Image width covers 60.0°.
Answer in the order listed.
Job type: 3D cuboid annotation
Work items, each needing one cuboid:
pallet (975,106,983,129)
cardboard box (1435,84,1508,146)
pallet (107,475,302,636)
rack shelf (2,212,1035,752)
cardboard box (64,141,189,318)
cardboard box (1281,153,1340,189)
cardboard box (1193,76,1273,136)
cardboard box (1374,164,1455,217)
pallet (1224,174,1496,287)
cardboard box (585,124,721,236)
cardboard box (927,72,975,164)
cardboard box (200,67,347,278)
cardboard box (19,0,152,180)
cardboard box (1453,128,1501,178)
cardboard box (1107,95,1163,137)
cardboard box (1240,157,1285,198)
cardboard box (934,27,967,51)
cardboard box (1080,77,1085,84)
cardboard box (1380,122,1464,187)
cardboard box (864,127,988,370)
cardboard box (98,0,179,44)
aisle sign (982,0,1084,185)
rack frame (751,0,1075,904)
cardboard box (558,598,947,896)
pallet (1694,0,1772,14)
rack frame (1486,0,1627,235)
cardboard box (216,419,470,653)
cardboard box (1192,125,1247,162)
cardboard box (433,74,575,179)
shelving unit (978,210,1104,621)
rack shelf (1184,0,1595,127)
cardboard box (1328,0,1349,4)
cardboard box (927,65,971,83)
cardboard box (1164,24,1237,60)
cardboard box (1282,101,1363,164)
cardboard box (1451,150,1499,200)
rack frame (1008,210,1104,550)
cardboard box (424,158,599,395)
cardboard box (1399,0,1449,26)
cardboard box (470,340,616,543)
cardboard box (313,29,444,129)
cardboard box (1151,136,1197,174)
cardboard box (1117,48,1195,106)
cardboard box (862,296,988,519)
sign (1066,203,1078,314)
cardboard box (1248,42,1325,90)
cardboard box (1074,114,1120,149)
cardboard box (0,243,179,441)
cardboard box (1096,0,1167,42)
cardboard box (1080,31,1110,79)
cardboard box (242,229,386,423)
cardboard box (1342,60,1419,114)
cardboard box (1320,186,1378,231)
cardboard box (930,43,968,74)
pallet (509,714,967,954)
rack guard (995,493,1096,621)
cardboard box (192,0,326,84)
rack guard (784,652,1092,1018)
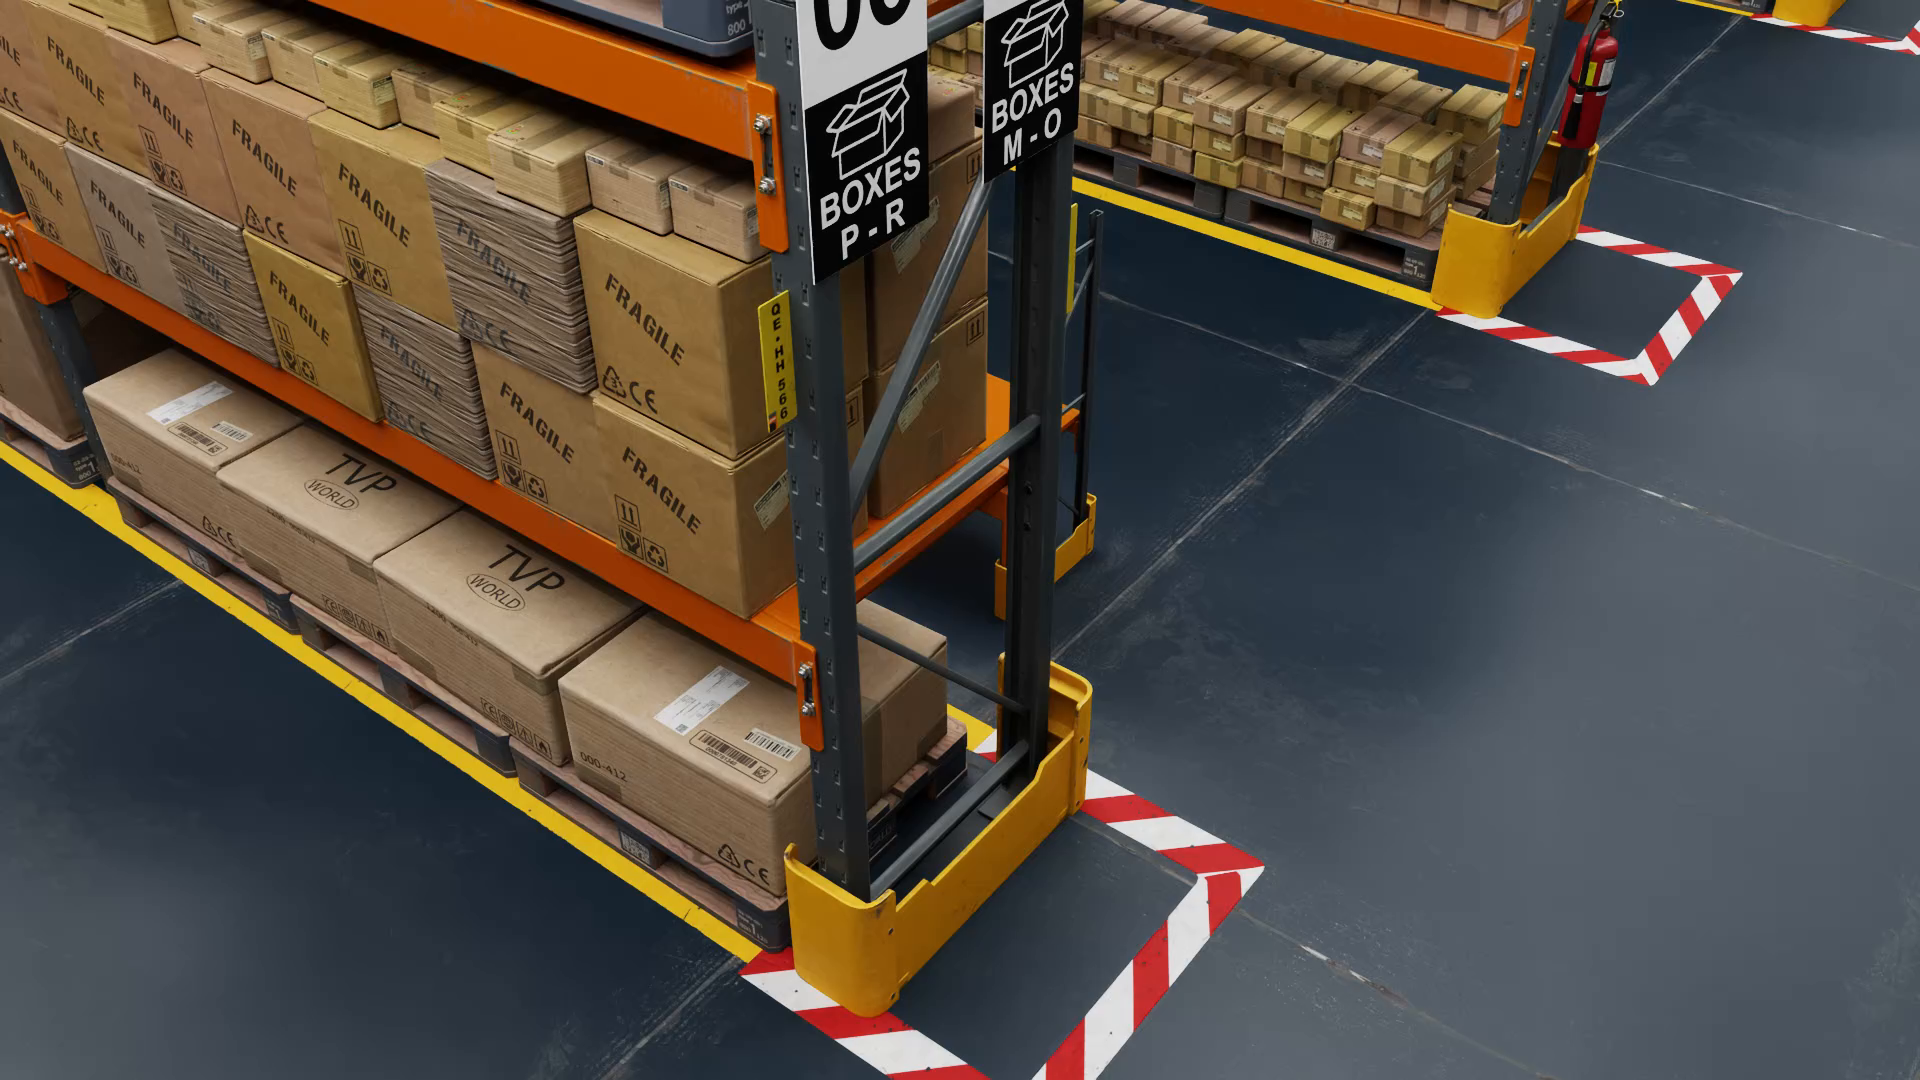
[{"bbox_3d":[0.245,-2.732,10.069,1.213,0.211,1.003,25,45,29],"label":"pallet"},{"bbox_3d":[2.657,-2.206,8.624,0.250,0.149,0.380,23,44,27],"label":"cardboard box"},{"bbox_3d":[-2.681,-0.182,6.811,1.213,0.211,1.003,25,45,29],"label":"pallet"},{"bbox_3d":[-1.648,-0.571,5.629,4.000,0.370,1.077,25,45,29],"label":"rack shelf"},{"bbox_3d":[-2.626,-1.148,5.702,0.500,0.500,0.500,26,45,29],"label":"cardboard box"},{"bbox_3d":[1.861,-1.978,8.574,0.250,0.149,0.380,23,44,27],"label":"cardboard box"},{"bbox_3d":[1.431,-2.276,8.713,0.250,0.149,0.380,27,45,30],"label":"cardboard box"},{"bbox_3d":[2.275,-1.784,8.326,0.250,0.149,0.380,24,44,27],"label":"cardboard box"},{"bbox_3d":[2.183,-1.819,8.901,1.213,0.211,1.003,25,45,29],"label":"pallet"},{"bbox_3d":[-0.683,-0.913,4.064,0.250,0.149,0.380,26,45,29],"label":"cardboard box"},{"bbox_3d":[-0.174,-1.062,4.254,0.250,0.149,0.380,26,45,29],"label":"cardboard box"},{"bbox_3d":[-1.810,-1.159,4.905,0.500,0.500,0.500,25,44,28],"label":"cardboard box"},{"bbox_3d":[-2.609,-1.547,5.400,0.500,0.500,0.500,25,44,28],"label":"cardboard box"},{"bbox_3d":[2.607,-2.048,8.664,0.250,0.149,0.380,27,46,30],"label":"cardboard box"},{"bbox_3d":[1.014,-2.360,9.062,0.250,0.149,0.380,26,45,29],"label":"cardboard box"},{"bbox_3d":[1.695,-1.978,8.815,0.250,0.149,0.380,26,45,29],"label":"cardboard box"},{"bbox_3d":[0.020,-2.979,9.611,0.250,0.149,0.380,28,46,31],"label":"cardboard box"},{"bbox_3d":[0.671,-2.591,9.356,0.250,0.149,0.380,27,46,30],"label":"cardboard box"},{"bbox_3d":[2.293,-1.918,8.255,0.250,0.149,0.380,26,45,29],"label":"cardboard box"},{"bbox_3d":[-0.268,-0.857,4.519,0.500,0.500,0.500,24,44,28],"label":"cardboard box"},{"bbox_3d":[-2.348,-1.646,5.001,0.250,0.149,0.380,24,44,27],"label":"cardboard box"},{"bbox_3d":[0.173,-1.243,3.796,0.004,0.787,0.394,25,45,29],"label":"aisle sign"},{"bbox_3d":[-0.060,-0.105,4.451,0.127,3.000,1.000,25,45,29],"label":"rack frame"},{"bbox_3d":[-0.645,0.541,5.364,0.875,0.438,0.875,24,44,27],"label":"cardboard box"},{"bbox_3d":[5.278,-4.120,11.842,1.213,0.211,1.003,25,45,29],"label":"pallet"},{"bbox_3d":[2.867,-2.566,7.595,0.127,3.000,1.000,25,45,29],"label":"rack frame"},{"bbox_3d":[-2.092,-0.137,6.229,0.875,0.438,0.875,24,44,27],"label":"cardboard box"},{"bbox_3d":[1.442,-2.166,8.814,0.250,0.149,0.380,26,45,29],"label":"cardboard box"},{"bbox_3d":[-1.114,-1.083,4.281,0.250,0.149,0.380,26,45,30],"label":"cardboard box"},{"bbox_3d":[-0.061,-0.619,6.324,1.083,1.500,0.587,25,45,29],"label":"shelving unit"},{"bbox_3d":[1.279,-3.032,8.773,4.000,0.370,1.077,25,45,29],"label":"rack shelf"},{"bbox_3d":[1.837,-2.733,8.012,0.250,0.149,0.380,27,45,30],"label":"cardboard box"},{"bbox_3d":[-0.005,-2.714,9.755,0.250,0.149,0.380,27,45,30],"label":"cardboard box"},{"bbox_3d":[1.342,-2.737,9.301,0.250,0.149,0.380,25,45,29],"label":"cardboard box"},{"bbox_3d":[1.845,-2.075,8.456,0.250,0.149,0.380,24,44,28],"label":"cardboard box"},{"bbox_3d":[2.645,-1.962,8.795,0.250,0.149,0.380,26,45,29],"label":"cardboard box"},{"bbox_3d":[0.336,-0.432,6.085,0.032,1.500,0.500,25,45,29],"label":"rack frame"},{"bbox_3d":[-1.020,-0.783,4.425,0.500,0.500,0.500,25,45,29],"label":"cardboard box"},{"bbox_3d":[2.262,-2.563,7.794,0.250,0.149,0.380,25,45,29],"label":"cardboard box"},{"bbox_3d":[-0.993,-0.391,4.734,0.500,0.500,0.500,24,44,28],"label":"cardboard box"},{"bbox_3d":[-1.513,-1.281,4.534,0.250,0.149,0.380,26,45,30],"label":"cardboard box"},{"bbox_3d":[1.249,-2.155,9.042,0.250,0.149,0.380,26,45,29],"label":"cardboard box"},{"bbox_3d":[1.063,-2.513,9.016,0.250,0.149,0.380,25,45,29],"label":"cardboard box"},{"bbox_3d":[-0.267,-0.464,4.829,0.500,0.500,0.500,25,44,28],"label":"cardboard box"},{"bbox_3d":[0.282,-0.746,4.504,0.005,0.325,0.100,25,45,29],"label":"sign"},{"bbox_3d":[1.781,-2.568,9.087,0.250,0.149,0.380,27,45,30],"label":"cardboard box"},{"bbox_3d":[0.839,-2.348,9.287,0.250,0.149,0.380,24,44,27],"label":"cardboard box"},{"bbox_3d":[-3.778,-1.125,7.136,0.875,0.875,0.875,27,45,30],"label":"cardboard box"},{"bbox_3d":[0.990,-2.978,9.610,0.250,0.149,0.380,23,44,27],"label":"cardboard box"},{"bbox_3d":[0.625,-2.687,9.237,0.250,0.149,0.380,26,45,29],"label":"cardboard box"},{"bbox_3d":[-1.826,-0.765,5.213,0.500,0.500,0.500,27,45,30],"label":"cardboard box"},{"bbox_3d":[2.243,-2.408,8.881,0.250,0.149,0.380,25,45,28],"label":"cardboard box"},{"bbox_3d":[2.057,-1.751,8.525,0.250,0.149,0.380,27,45,30],"label":"cardboard box"},{"bbox_3d":[0.039,-2.881,9.727,0.250,0.149,0.380,26,45,29],"label":"cardboard box"},{"bbox_3d":[-0.743,0.732,5.644,1.213,0.211,1.003,25,45,29],"label":"pallet"},{"bbox_3d":[0.335,0.060,6.471,0.087,0.250,0.587,25,45,29],"label":"rack guard"},{"bbox_3d":[-1.946,-1.466,4.771,0.250,0.149,0.380,25,45,29],"label":"cardboard box"},{"bbox_3d":[-0.041,0.888,5.210,0.348,0.500,1.175,25,45,29],"label":"rack guard"}]
